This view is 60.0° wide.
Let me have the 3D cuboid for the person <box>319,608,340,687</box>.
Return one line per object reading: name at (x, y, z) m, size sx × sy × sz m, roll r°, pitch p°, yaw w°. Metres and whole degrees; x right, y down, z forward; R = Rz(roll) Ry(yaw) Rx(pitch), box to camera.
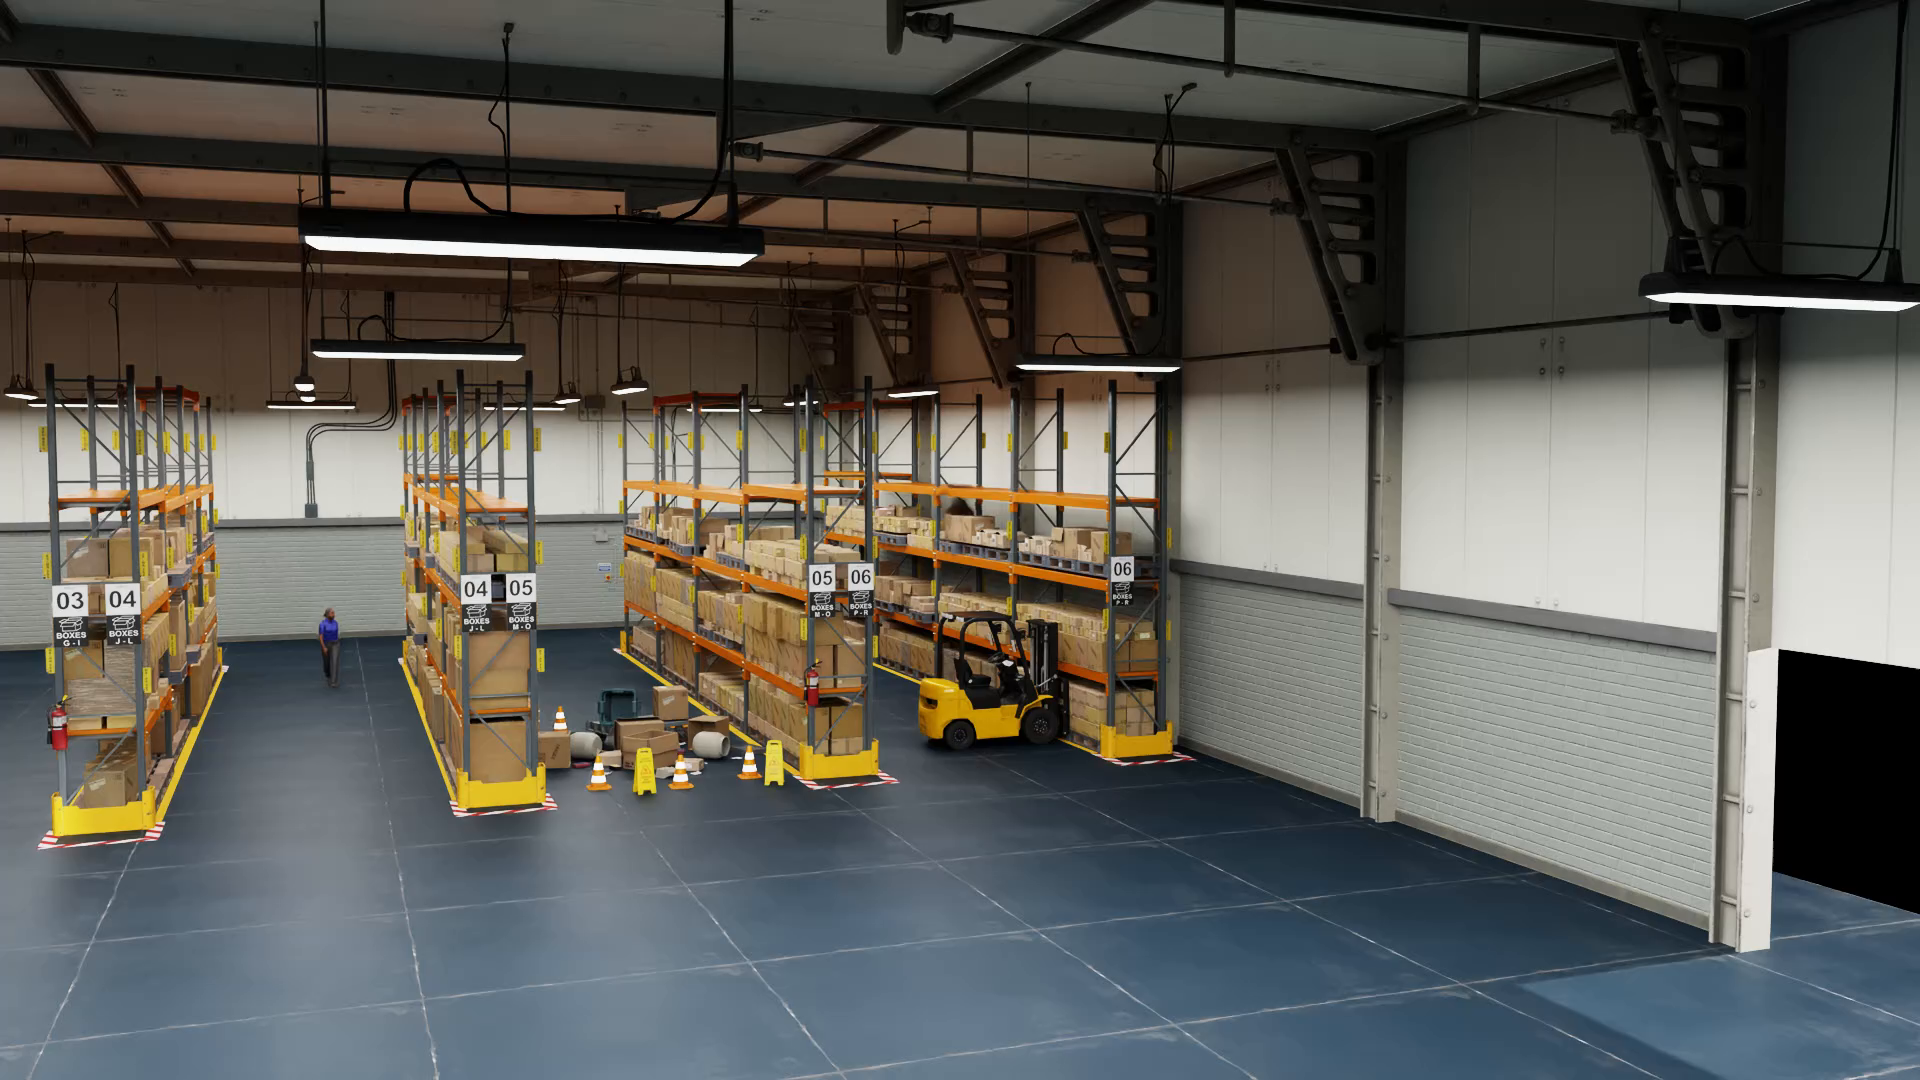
person at (-12.944, 2.196, 34.165) m, size 0.402 × 1.606 × 0.928 m, roll -1°, pitch 3°, yaw -16°
